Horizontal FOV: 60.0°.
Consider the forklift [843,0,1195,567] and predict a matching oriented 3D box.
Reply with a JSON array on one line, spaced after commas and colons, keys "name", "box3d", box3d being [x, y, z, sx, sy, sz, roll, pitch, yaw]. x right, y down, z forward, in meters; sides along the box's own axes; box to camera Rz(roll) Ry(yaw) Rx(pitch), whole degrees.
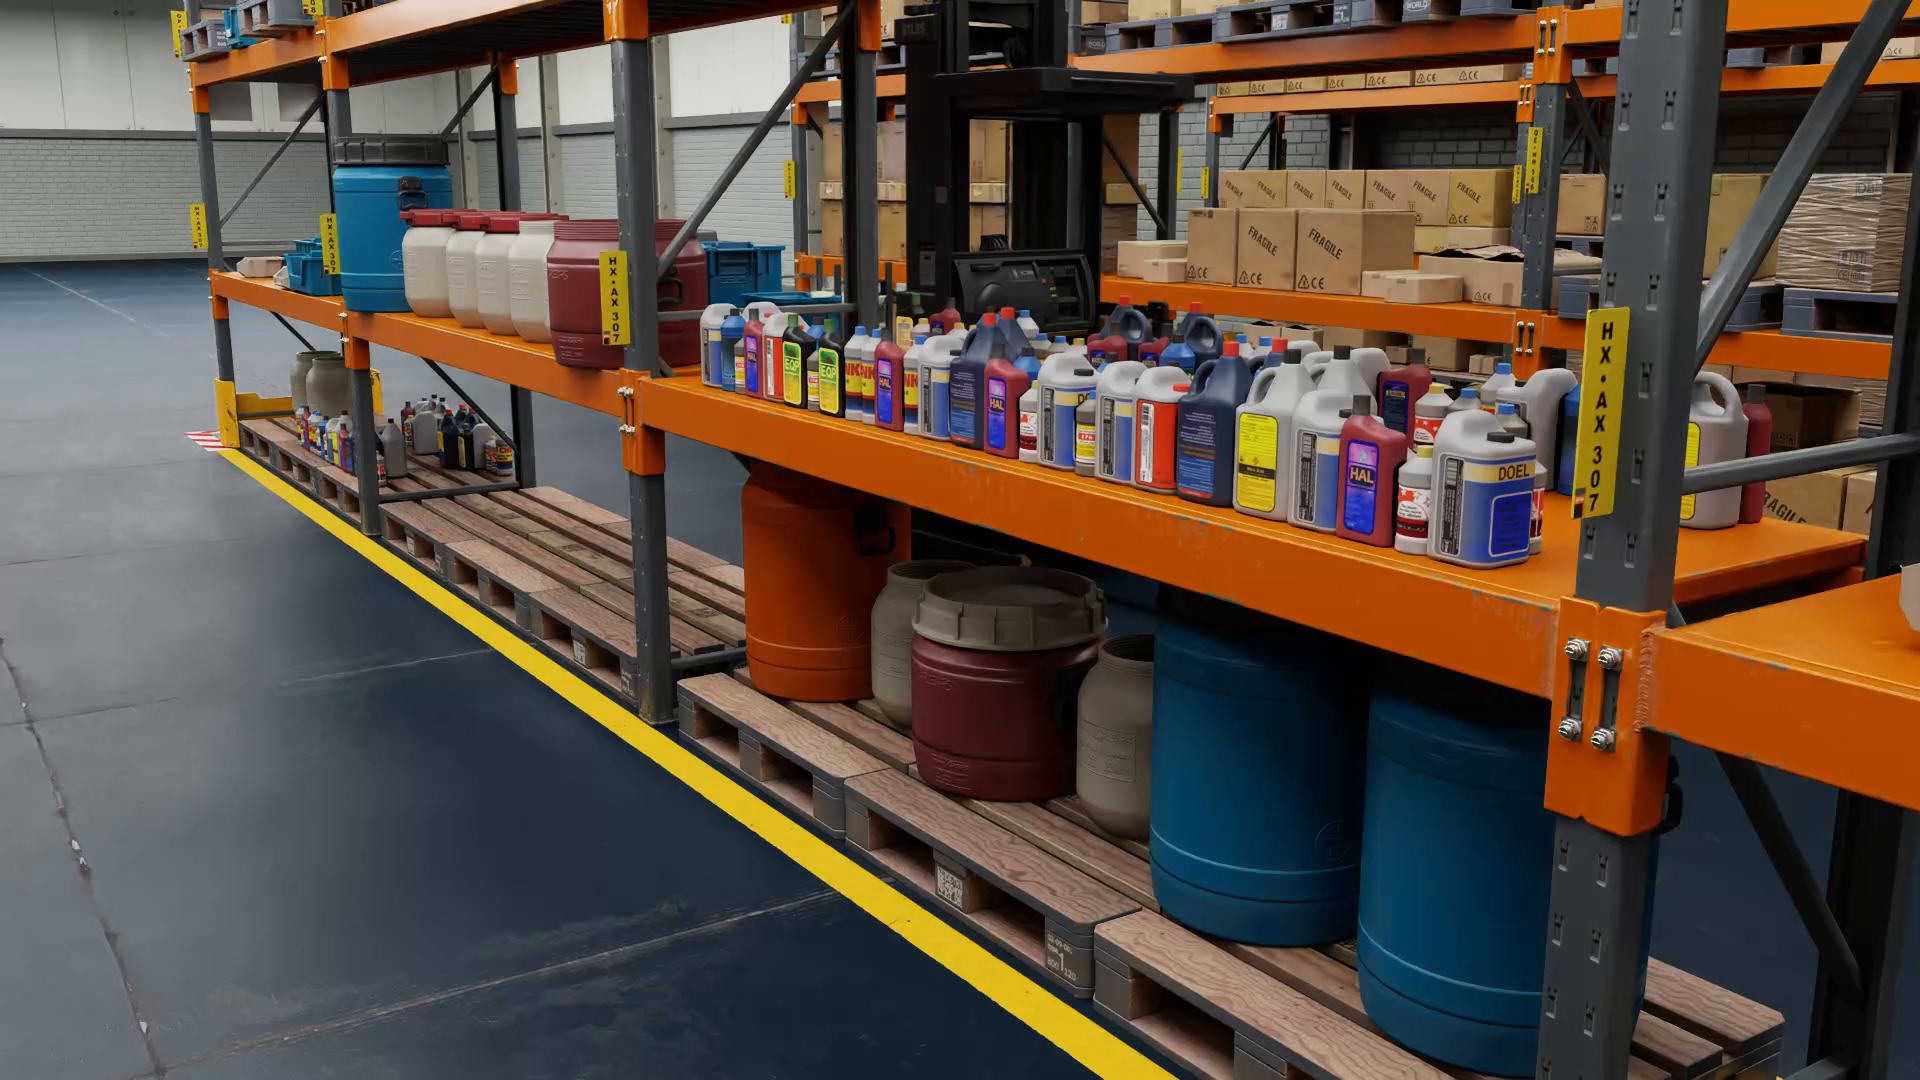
[{"name": "forklift", "box3d": [0.485, -1.322, 8.548, 1.130, 2.935, 3.031, -10, 16, -39]}]

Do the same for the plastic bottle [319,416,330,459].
[{"name": "plastic bottle", "box3d": [-4.089, -0.668, 10.752, 0.097, 0.271, 0.097, 0, 12, 0]}]

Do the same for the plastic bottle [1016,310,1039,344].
[{"name": "plastic bottle", "box3d": [0.212, -0.620, 5.477, 0.097, 0.271, 0.097, 0, 12, 0]}]

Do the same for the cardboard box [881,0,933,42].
[{"name": "cardboard box", "box3d": [-0.374, -4.306, 13.464, 0.500, 0.500, 0.500, -8, 15, -33]}]

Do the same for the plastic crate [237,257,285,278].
[{"name": "plastic crate", "box3d": [-4.964, -1.934, 11.801, 0.298, 0.136, 0.250, -8, 15, -33]}]

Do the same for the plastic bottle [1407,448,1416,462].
[{"name": "plastic bottle", "box3d": [0.859, -0.109, 3.304, 0.097, 0.201, 0.097, 0, 12, 0]}]

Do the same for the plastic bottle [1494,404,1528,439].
[{"name": "plastic bottle", "box3d": [1.221, -0.203, 3.735, 0.097, 0.201, 0.097, 0, 12, 0]}]

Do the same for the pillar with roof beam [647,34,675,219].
[{"name": "pillar with roof beam", "box3d": [-9.393, -9.033, 29.604, 9.100, 9.000, 0.400, -8, 15, -33]}]

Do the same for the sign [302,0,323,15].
[{"name": "sign", "box3d": [-3.440, -2.955, 8.812, 0.100, 0.325, 0.005, -8, 15, -33]}]

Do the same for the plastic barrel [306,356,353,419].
[{"name": "plastic barrel", "box3d": [-4.486, -1.053, 11.995, 0.421, 0.512, 0.421, 0, 12, 0]}]

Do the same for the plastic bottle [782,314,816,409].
[{"name": "plastic bottle", "box3d": [-0.497, -0.554, 5.145, 0.061, 0.283, 0.133, -8, 15, -33]}]

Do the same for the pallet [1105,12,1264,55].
[{"name": "pallet", "box3d": [1.649, -3.351, 11.090, 0.805, 0.209, 1.217, -9, 15, -35]}]

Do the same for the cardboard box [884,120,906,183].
[{"name": "cardboard box", "box3d": [-0.213, -3.252, 13.940, 0.700, 0.500, 0.500, -8, 15, -33]}]

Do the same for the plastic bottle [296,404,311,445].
[{"name": "plastic bottle", "box3d": [-4.447, -0.783, 11.276, 0.097, 0.271, 0.097, 0, 12, 0]}]

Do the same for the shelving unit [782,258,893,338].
[{"name": "shelving unit", "box3d": [-0.789, -0.937, 10.120, 0.431, 1.500, 0.755, -10, 15, -38]}]

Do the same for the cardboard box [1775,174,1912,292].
[{"name": "cardboard box", "box3d": [4.156, -1.393, 7.493, 0.700, 0.500, 0.500, -5, 13, -22]}]

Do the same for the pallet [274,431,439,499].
[{"name": "pallet", "box3d": [-3.993, -0.528, 11.282, 1.003, 0.211, 1.213, -8, 15, -33]}]

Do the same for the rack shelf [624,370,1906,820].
[{"name": "rack shelf", "box3d": [0.348, -0.130, 4.619, 1.077, 0.370, 4.000, -8, 15, -33]}]

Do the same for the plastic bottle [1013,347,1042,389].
[{"name": "plastic bottle", "box3d": [0.174, -0.363, 4.302, 0.097, 0.271, 0.097, 0, 12, 0]}]

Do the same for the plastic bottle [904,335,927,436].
[{"name": "plastic bottle", "box3d": [-0.108, -0.430, 4.608, 0.097, 0.271, 0.097, 0, 12, 0]}]

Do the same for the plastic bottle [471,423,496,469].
[{"name": "plastic bottle", "box3d": [-2.990, -0.596, 10.411, 0.152, 0.276, 0.135, -7, 14, -31]}]

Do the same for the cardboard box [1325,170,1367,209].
[{"name": "cardboard box", "box3d": [3.912, -3.343, 16.176, 0.500, 0.500, 0.500, -8, 14, -31]}]

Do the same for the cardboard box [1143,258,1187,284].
[{"name": "cardboard box", "box3d": [1.470, -1.830, 11.296, 0.380, 0.149, 0.250, -8, 15, -33]}]

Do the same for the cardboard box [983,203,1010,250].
[{"name": "cardboard box", "box3d": [0.601, -2.354, 12.872, 0.700, 0.500, 0.500, -8, 15, -33]}]

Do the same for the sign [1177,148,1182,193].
[{"name": "sign", "box3d": [1.596, -2.727, 12.287, 0.100, 0.325, 0.005, -8, 15, -33]}]

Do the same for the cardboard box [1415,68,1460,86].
[{"name": "cardboard box", "box3d": [4.516, -4.397, 15.146, 0.500, 0.500, 0.500, -10, 16, -37]}]

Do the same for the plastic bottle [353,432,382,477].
[{"name": "plastic bottle", "box3d": [-3.573, -0.550, 10.026, 0.144, 0.351, 0.185, -9, 15, -34]}]

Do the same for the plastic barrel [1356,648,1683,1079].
[{"name": "plastic barrel", "box3d": [1.169, 0.595, 3.547, 0.600, 0.901, 0.708, -8, 15, -33]}]

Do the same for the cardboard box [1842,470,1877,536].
[{"name": "cardboard box", "box3d": [4.242, -0.027, 7.287, 0.500, 0.500, 0.500, -9, 15, -35]}]

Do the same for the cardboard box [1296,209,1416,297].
[{"name": "cardboard box", "box3d": [2.423, -1.768, 10.192, 0.500, 0.500, 0.500, -9, 15, -36]}]

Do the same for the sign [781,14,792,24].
[{"name": "sign", "box3d": [-1.532, -4.712, 14.635, 0.100, 0.325, 0.005, -8, 15, -33]}]

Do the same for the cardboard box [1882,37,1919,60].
[{"name": "cardboard box", "box3d": [6.864, -3.538, 11.658, 0.500, 0.311, 0.500, -8, 15, -33]}]

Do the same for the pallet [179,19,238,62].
[{"name": "pallet", "box3d": [-4.815, -3.474, 11.649, 1.003, 0.211, 1.213, -8, 15, -33]}]

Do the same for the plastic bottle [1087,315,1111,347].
[{"name": "plastic bottle", "box3d": [0.453, -0.556, 5.154, 0.061, 0.283, 0.133, -8, 15, -33]}]

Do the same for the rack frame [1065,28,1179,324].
[{"name": "rack frame", "box3d": [1.150, -2.134, 12.100, 1.000, 3.000, 0.127, -8, 15, -33]}]

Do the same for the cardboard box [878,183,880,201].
[{"name": "cardboard box", "box3d": [-0.605, -2.980, 14.214, 0.380, 0.149, 0.250, -8, 15, -34]}]

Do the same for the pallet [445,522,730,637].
[{"name": "pallet", "box3d": [-1.829, 0.166, 8.109, 1.003, 0.211, 1.213, -8, 15, -33]}]

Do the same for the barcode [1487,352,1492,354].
[{"name": "barcode", "box3d": [5.050, -1.765, 15.888, 0.001, 0.075, 0.075, -8, 15, -33]}]

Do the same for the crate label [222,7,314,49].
[{"name": "crate label", "box3d": [-4.430, -3.281, 10.670, 0.502, 0.251, 0.408, -8, 15, -33]}]

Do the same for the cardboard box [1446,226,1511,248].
[{"name": "cardboard box", "box3d": [4.757, -2.706, 15.019, 0.500, 0.250, 0.500, -8, 15, -33]}]

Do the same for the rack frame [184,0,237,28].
[{"name": "rack frame", "box3d": [-5.192, -5.191, 12.034, 1.000, 3.000, 0.127, -8, 15, -33]}]

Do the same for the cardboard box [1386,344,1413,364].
[{"name": "cardboard box", "box3d": [4.402, -1.830, 16.354, 0.380, 0.149, 0.250, -10, 16, -37]}]

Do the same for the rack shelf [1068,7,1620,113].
[{"name": "rack shelf", "box3d": [2.258, -2.893, 10.230, 1.077, 0.370, 4.000, -8, 15, -33]}]

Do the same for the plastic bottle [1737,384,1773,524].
[{"name": "plastic bottle", "box3d": [1.608, -0.185, 3.458, 0.061, 0.283, 0.133, -8, 15, -33]}]

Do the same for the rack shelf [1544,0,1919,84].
[{"name": "rack shelf", "box3d": [4.474, -2.181, 6.977, 1.077, 0.370, 4.000, -8, 15, -33]}]

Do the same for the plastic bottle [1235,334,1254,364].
[{"name": "plastic bottle", "box3d": [0.780, -0.438, 4.642, 0.097, 0.271, 0.097, 0, 12, 0]}]

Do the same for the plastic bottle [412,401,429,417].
[{"name": "plastic bottle", "box3d": [-3.693, -0.822, 11.443, 0.152, 0.276, 0.135, -8, 15, -32]}]

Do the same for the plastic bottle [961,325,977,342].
[{"name": "plastic bottle", "box3d": [0.050, -0.638, 5.722, 0.097, 0.201, 0.097, 0, 12, 0]}]

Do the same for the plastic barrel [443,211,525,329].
[{"name": "plastic barrel", "box3d": [-2.222, -1.288, 7.914, 0.433, 0.535, 0.433, 0, 12, 0]}]

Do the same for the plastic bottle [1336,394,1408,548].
[{"name": "plastic bottle", "box3d": [0.803, -0.136, 3.237, 0.061, 0.283, 0.133, -8, 15, -33]}]

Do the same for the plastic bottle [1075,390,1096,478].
[{"name": "plastic bottle", "box3d": [0.326, -0.257, 3.979, 0.097, 0.201, 0.097, 0, 12, 0]}]
